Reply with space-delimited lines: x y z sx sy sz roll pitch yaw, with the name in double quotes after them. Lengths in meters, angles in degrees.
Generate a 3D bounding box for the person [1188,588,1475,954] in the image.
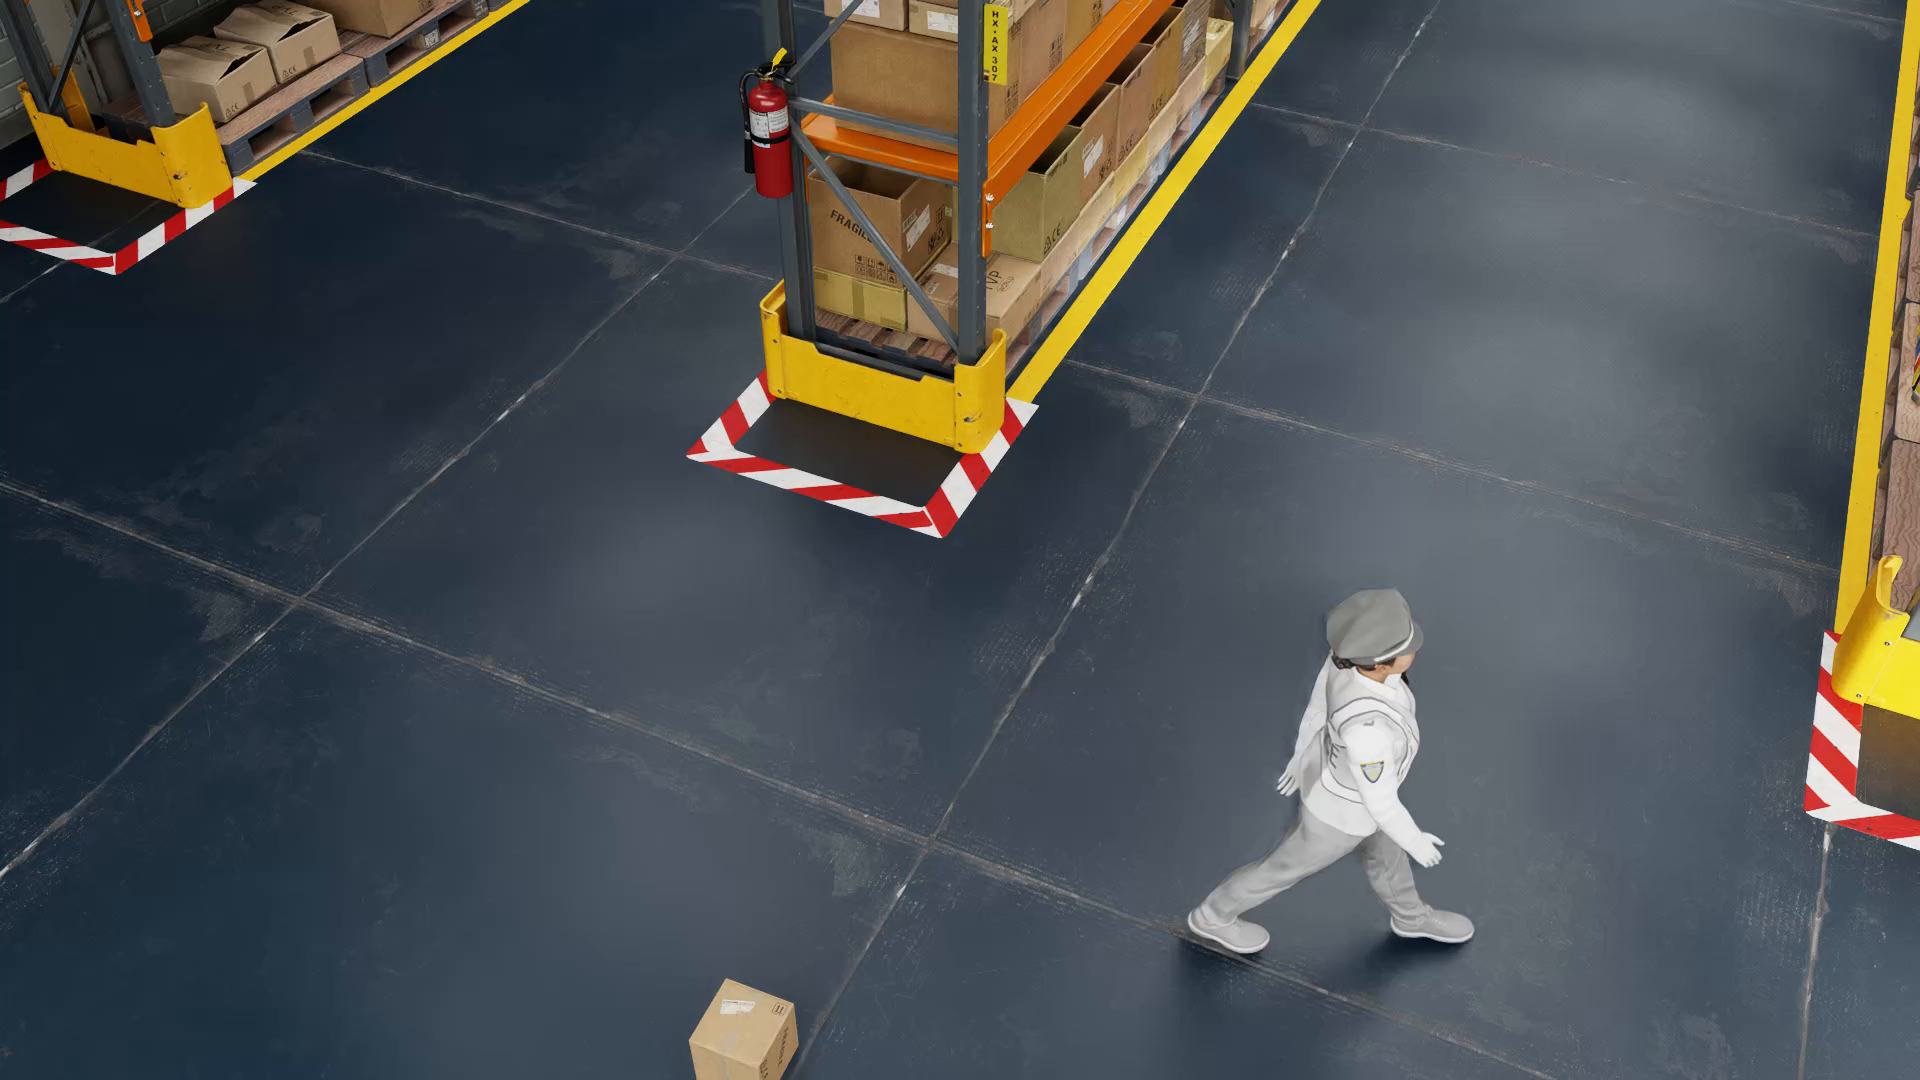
1.286 0.800 5.238 0.990 1.630 0.478 6 43 7 "person"
